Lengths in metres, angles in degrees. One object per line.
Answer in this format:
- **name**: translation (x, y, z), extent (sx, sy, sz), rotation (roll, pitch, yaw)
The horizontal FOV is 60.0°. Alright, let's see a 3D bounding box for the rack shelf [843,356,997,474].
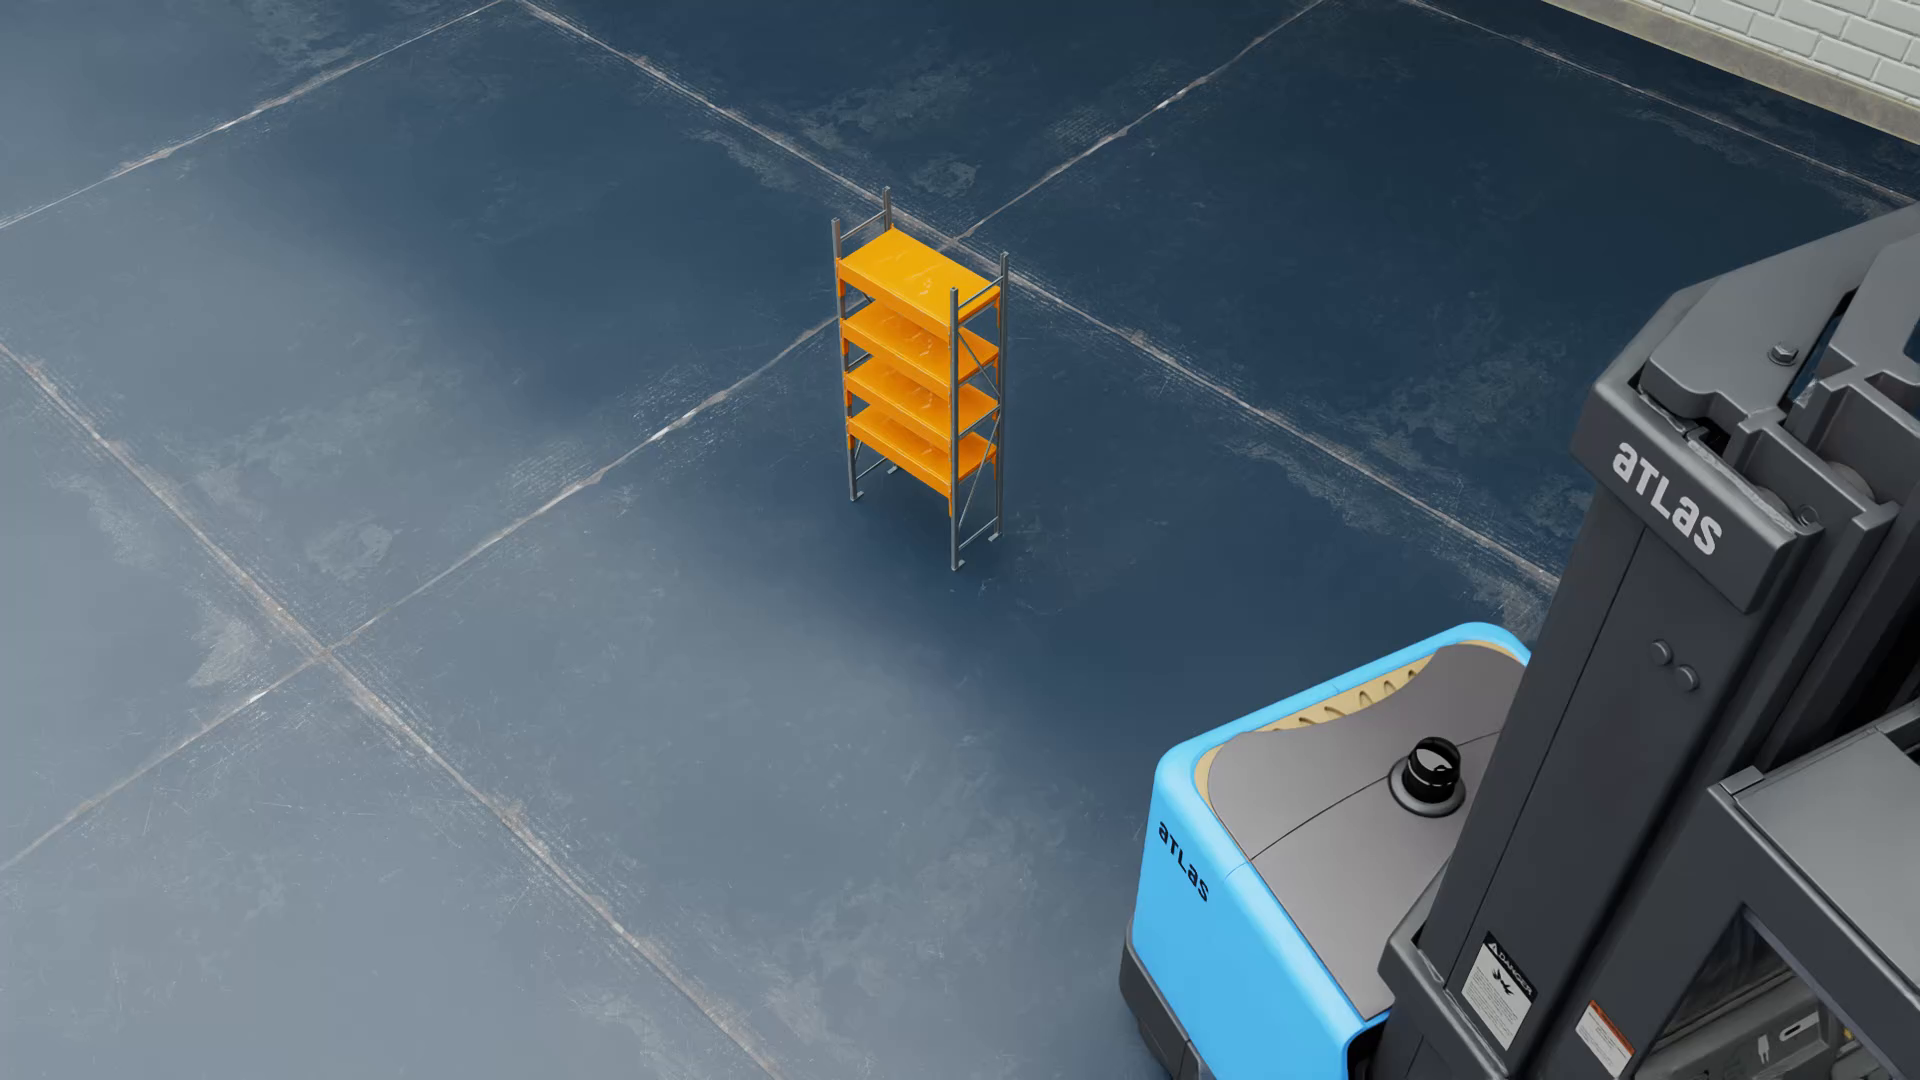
- **rack shelf**: translation (-0.122, -0.446, 5.438), extent (0.480, 0.148, 0.258), rotation (34, 55, 28)

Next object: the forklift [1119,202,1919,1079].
- **forklift**: translation (1.542, 1.032, 2.771), extent (1.130, 2.935, 3.031), rotation (-20, 50, -18)

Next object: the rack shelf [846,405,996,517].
- **rack shelf**: translation (-0.122, -0.311, 5.583), extent (0.480, 0.148, 0.258), rotation (34, 55, 28)

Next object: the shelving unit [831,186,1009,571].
- **shelving unit**: translation (-0.122, -0.493, 5.389), extent (0.503, 1.200, 0.258), rotation (34, 55, 28)

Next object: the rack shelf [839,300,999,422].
- **rack shelf**: translation (-0.122, -0.600, 5.275), extent (0.480, 0.148, 0.258), rotation (34, 55, 28)

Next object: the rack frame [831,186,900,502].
- **rack frame**: translation (-0.301, -0.613, 5.503), extent (0.015, 1.200, 0.240), rotation (34, 55, 28)

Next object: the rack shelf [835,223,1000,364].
- **rack shelf**: translation (-0.122, -0.762, 5.103), extent (0.480, 0.148, 0.258), rotation (34, 55, 28)

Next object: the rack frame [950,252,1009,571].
- **rack frame**: translation (0.058, -0.372, 5.276), extent (0.015, 1.200, 0.240), rotation (34, 55, 28)
